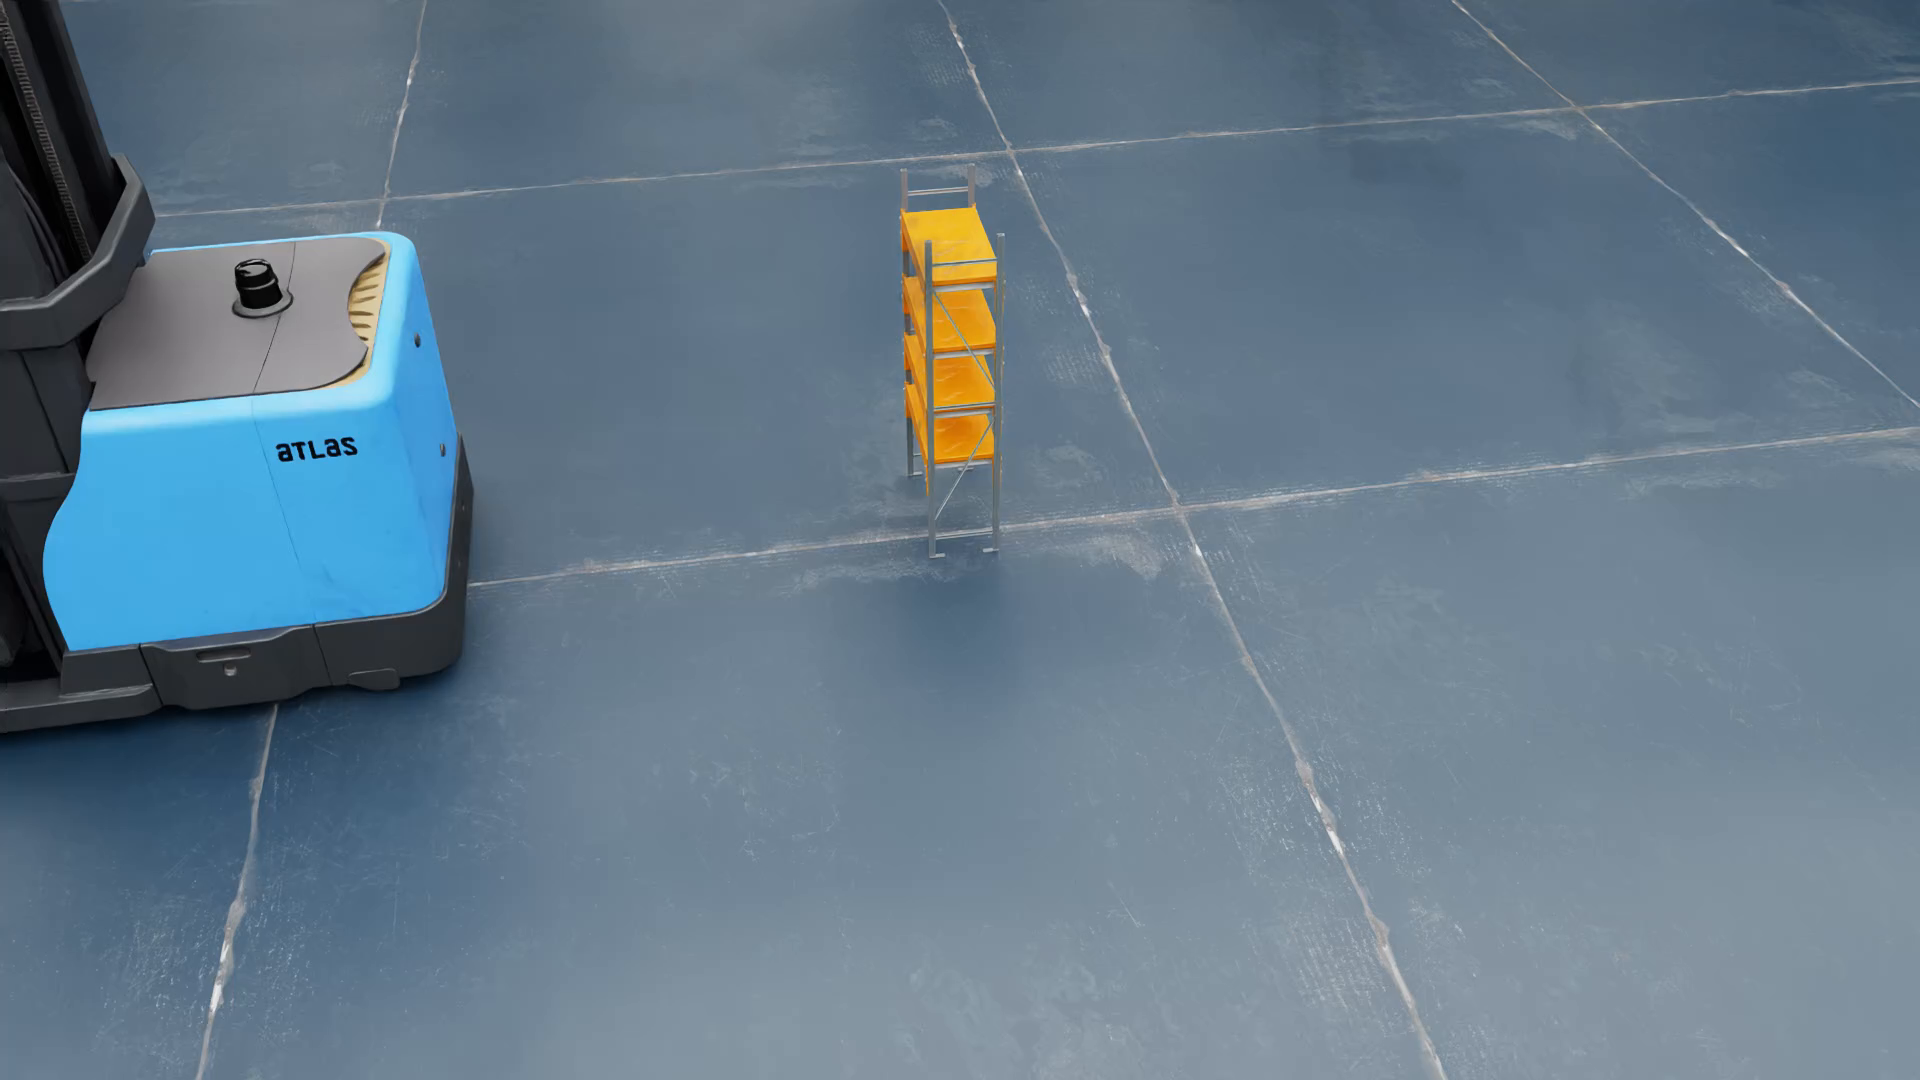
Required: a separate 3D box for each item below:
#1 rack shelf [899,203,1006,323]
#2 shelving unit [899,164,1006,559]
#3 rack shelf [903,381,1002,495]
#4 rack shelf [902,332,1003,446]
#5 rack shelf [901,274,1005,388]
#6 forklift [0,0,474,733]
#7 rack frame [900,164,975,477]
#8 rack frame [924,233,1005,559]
[{"bbox_3d":[-0.029,-0.884,5.270,0.258,0.148,0.480,-6,38,-8],"label":"rack shelf"},{"bbox_3d":[-0.029,-0.574,5.511,0.258,1.200,0.503,-6,38,-8],"label":"shelving unit"},{"bbox_3d":[-0.029,-0.364,5.674,0.258,0.148,0.480,-6,38,-8],"label":"rack shelf"},{"bbox_3d":[-0.029,-0.521,5.552,0.258,0.148,0.480,-6,38,-8],"label":"rack shelf"},{"bbox_3d":[-0.029,-0.697,5.415,0.258,0.148,0.480,-6,38,-8],"label":"rack shelf"},{"bbox_3d":[-3.123,-0.846,4.450,3.031,2.935,1.130,-6,38,-8],"label":"forklift"},{"bbox_3d":[-0.072,-0.721,5.700,0.240,1.200,0.015,-6,38,-8],"label":"rack frame"},{"bbox_3d":[0.014,-0.426,5.321,0.240,1.200,0.015,-6,38,-8],"label":"rack frame"}]
